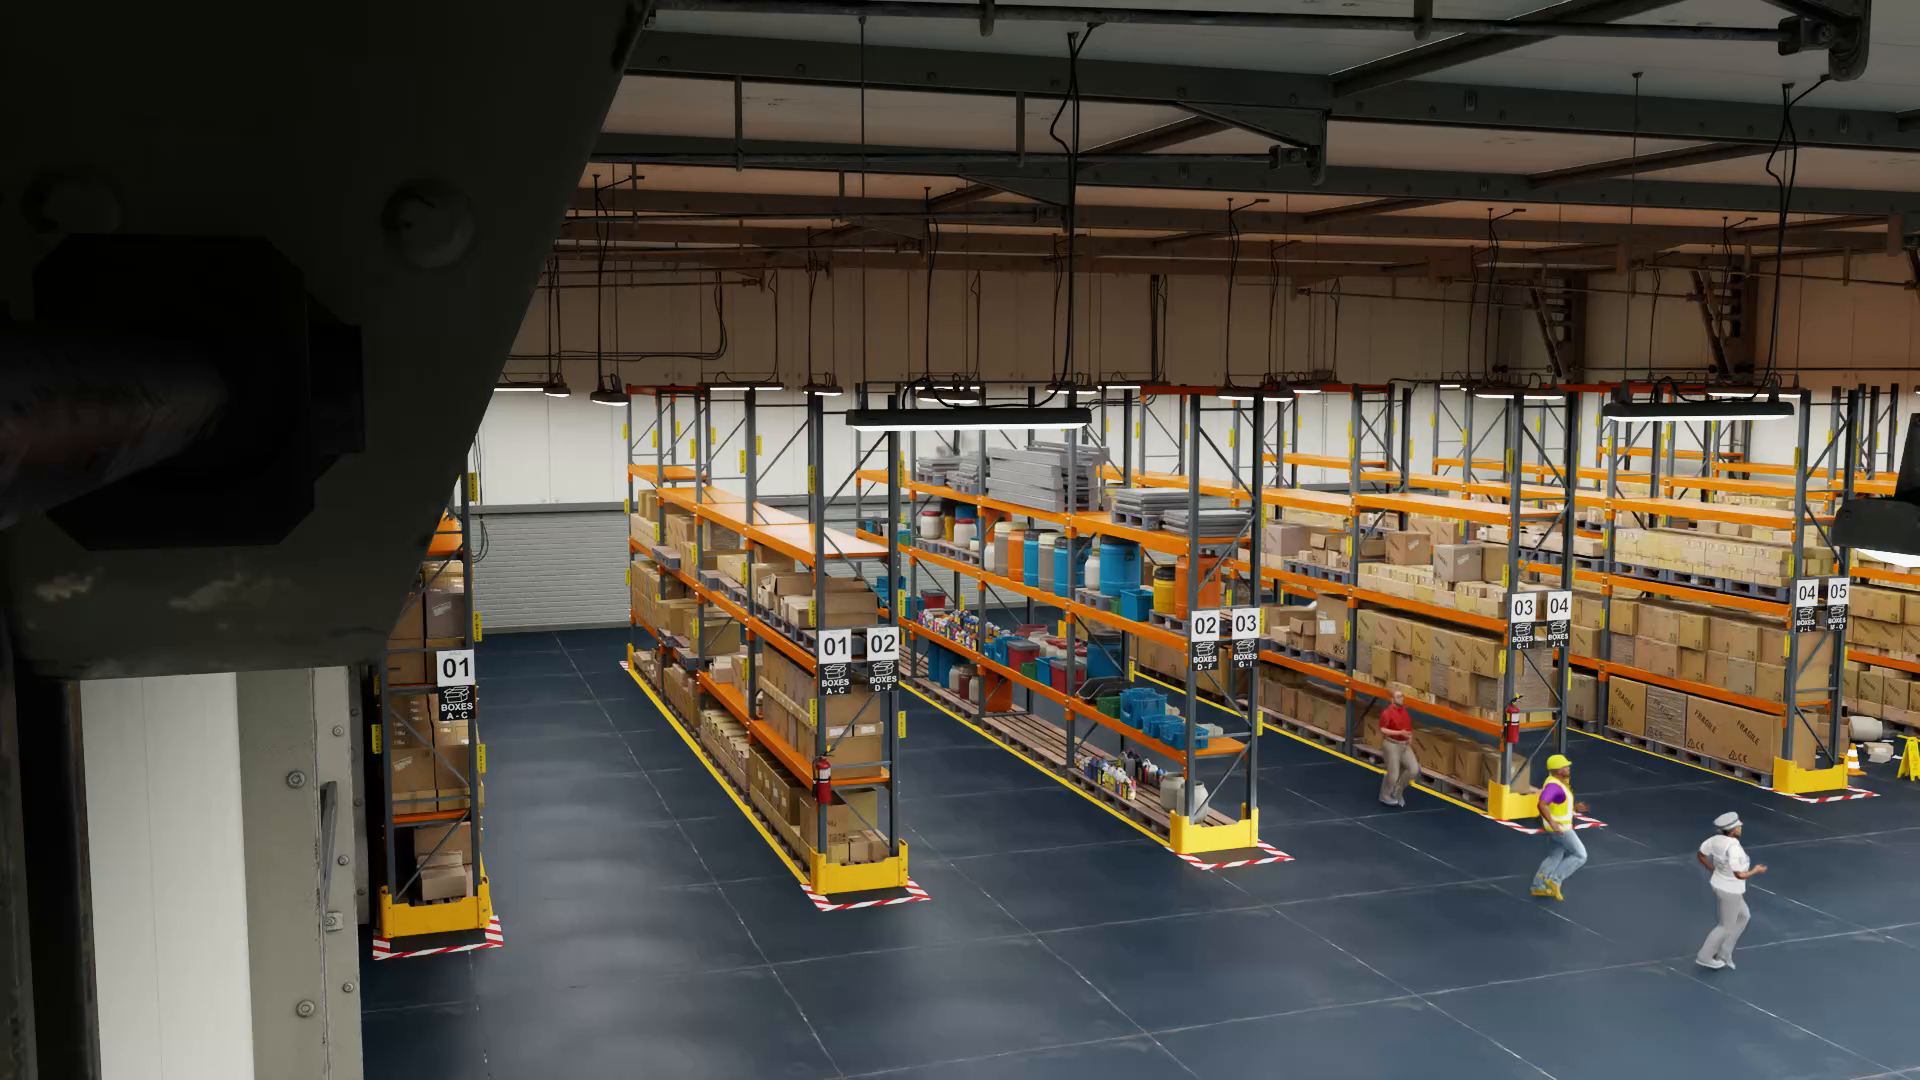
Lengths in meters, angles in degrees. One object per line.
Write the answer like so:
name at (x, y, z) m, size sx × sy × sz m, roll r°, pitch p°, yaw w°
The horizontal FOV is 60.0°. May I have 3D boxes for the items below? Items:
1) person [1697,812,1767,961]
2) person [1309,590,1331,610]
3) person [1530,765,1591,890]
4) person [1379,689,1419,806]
person at (8.099, 3.628, 17.456) m, size 0.654 × 1.588 × 0.558 m, roll 0°, pitch 6°, yaw 4°
person at (7.656, 1.870, 34.684) m, size 0.693 × 1.741 × 0.695 m, roll -2°, pitch 6°, yaw -21°
person at (7.153, 3.401, 19.758) m, size 0.667 × 1.615 × 0.680 m, roll 1°, pitch 6°, yaw 10°
person at (6.347, 3.022, 23.970) m, size 0.645 × 1.726 × 0.651 m, roll -4°, pitch 7°, yaw -32°
